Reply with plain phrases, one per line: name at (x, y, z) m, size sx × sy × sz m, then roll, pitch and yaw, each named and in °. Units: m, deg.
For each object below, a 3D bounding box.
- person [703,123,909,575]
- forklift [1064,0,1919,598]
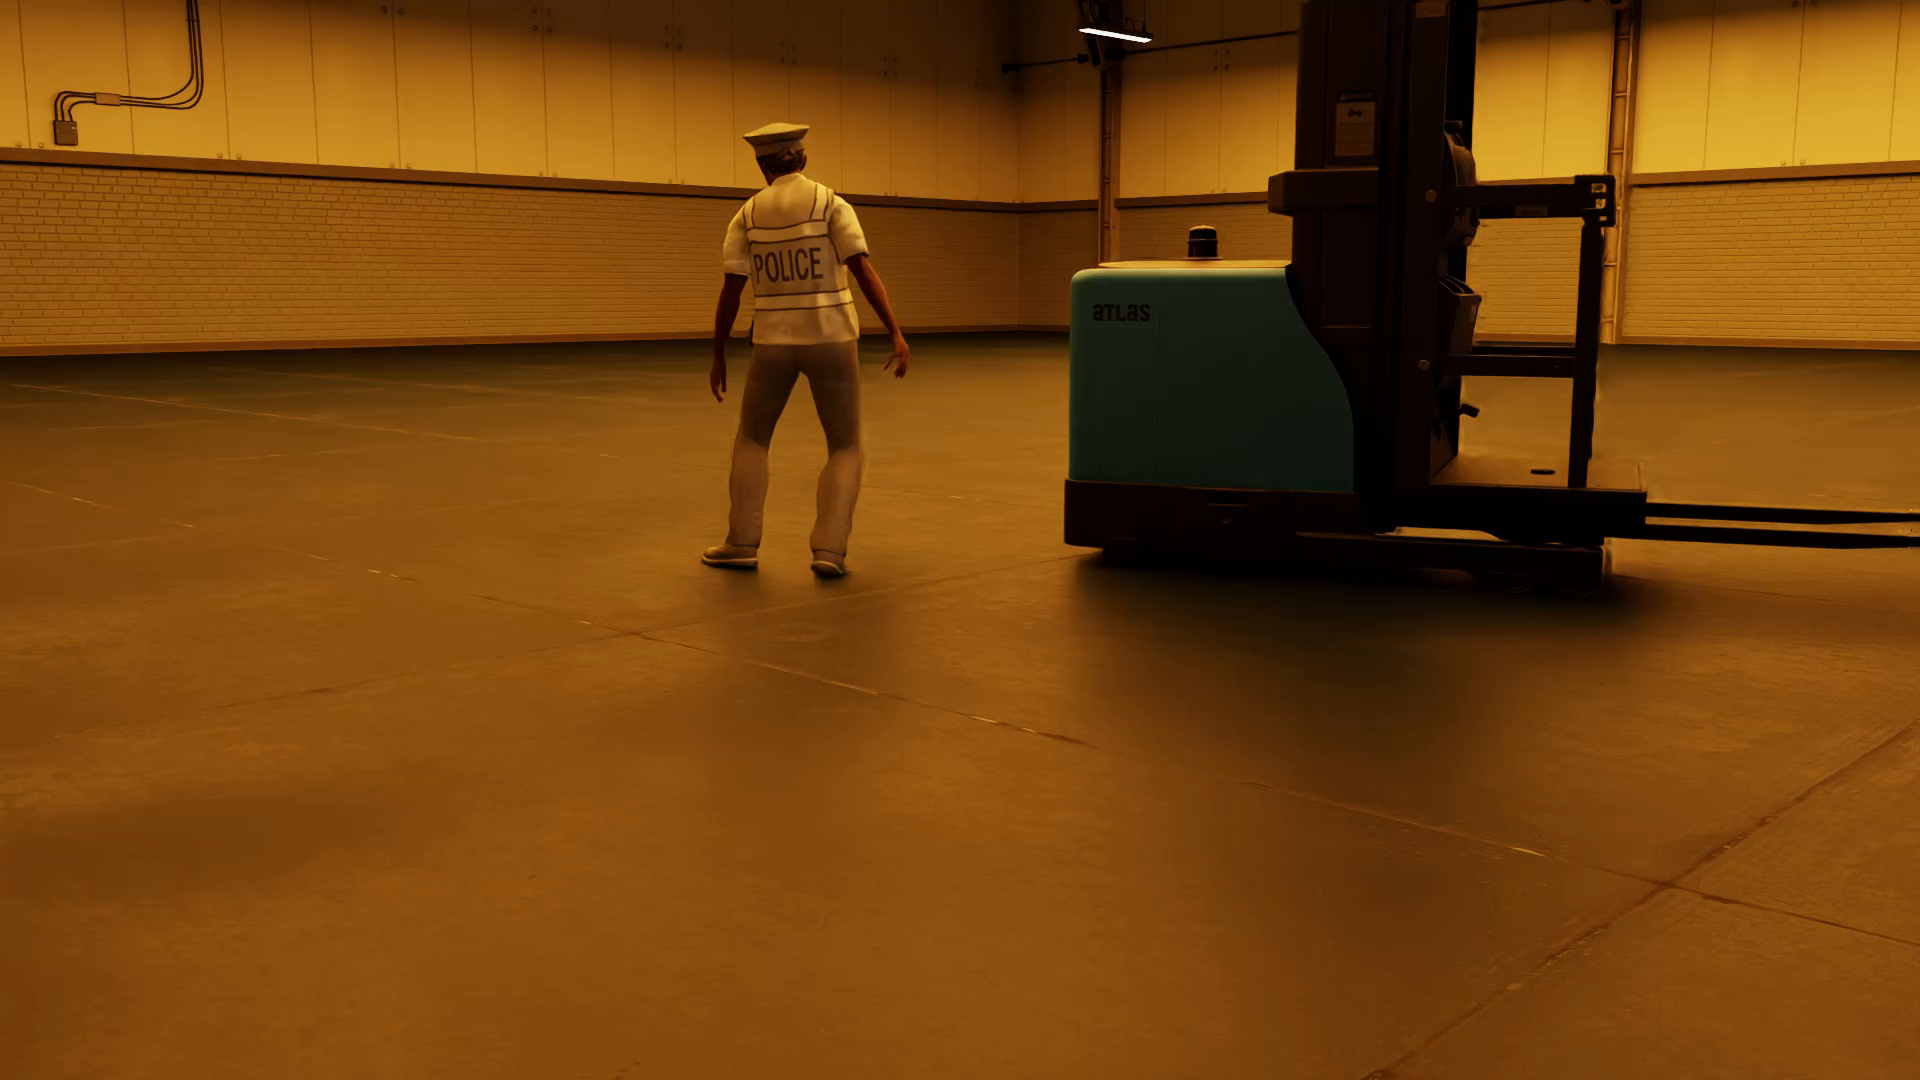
person at (-0.572, -0.662, 5.943) m, size 0.818 × 1.640 × 0.464 m, roll 2°, pitch 9°, yaw 13°
forklift at (1.956, -1.349, 5.836) m, size 3.031 × 2.935 × 1.130 m, roll 3°, pitch 9°, yaw 21°
